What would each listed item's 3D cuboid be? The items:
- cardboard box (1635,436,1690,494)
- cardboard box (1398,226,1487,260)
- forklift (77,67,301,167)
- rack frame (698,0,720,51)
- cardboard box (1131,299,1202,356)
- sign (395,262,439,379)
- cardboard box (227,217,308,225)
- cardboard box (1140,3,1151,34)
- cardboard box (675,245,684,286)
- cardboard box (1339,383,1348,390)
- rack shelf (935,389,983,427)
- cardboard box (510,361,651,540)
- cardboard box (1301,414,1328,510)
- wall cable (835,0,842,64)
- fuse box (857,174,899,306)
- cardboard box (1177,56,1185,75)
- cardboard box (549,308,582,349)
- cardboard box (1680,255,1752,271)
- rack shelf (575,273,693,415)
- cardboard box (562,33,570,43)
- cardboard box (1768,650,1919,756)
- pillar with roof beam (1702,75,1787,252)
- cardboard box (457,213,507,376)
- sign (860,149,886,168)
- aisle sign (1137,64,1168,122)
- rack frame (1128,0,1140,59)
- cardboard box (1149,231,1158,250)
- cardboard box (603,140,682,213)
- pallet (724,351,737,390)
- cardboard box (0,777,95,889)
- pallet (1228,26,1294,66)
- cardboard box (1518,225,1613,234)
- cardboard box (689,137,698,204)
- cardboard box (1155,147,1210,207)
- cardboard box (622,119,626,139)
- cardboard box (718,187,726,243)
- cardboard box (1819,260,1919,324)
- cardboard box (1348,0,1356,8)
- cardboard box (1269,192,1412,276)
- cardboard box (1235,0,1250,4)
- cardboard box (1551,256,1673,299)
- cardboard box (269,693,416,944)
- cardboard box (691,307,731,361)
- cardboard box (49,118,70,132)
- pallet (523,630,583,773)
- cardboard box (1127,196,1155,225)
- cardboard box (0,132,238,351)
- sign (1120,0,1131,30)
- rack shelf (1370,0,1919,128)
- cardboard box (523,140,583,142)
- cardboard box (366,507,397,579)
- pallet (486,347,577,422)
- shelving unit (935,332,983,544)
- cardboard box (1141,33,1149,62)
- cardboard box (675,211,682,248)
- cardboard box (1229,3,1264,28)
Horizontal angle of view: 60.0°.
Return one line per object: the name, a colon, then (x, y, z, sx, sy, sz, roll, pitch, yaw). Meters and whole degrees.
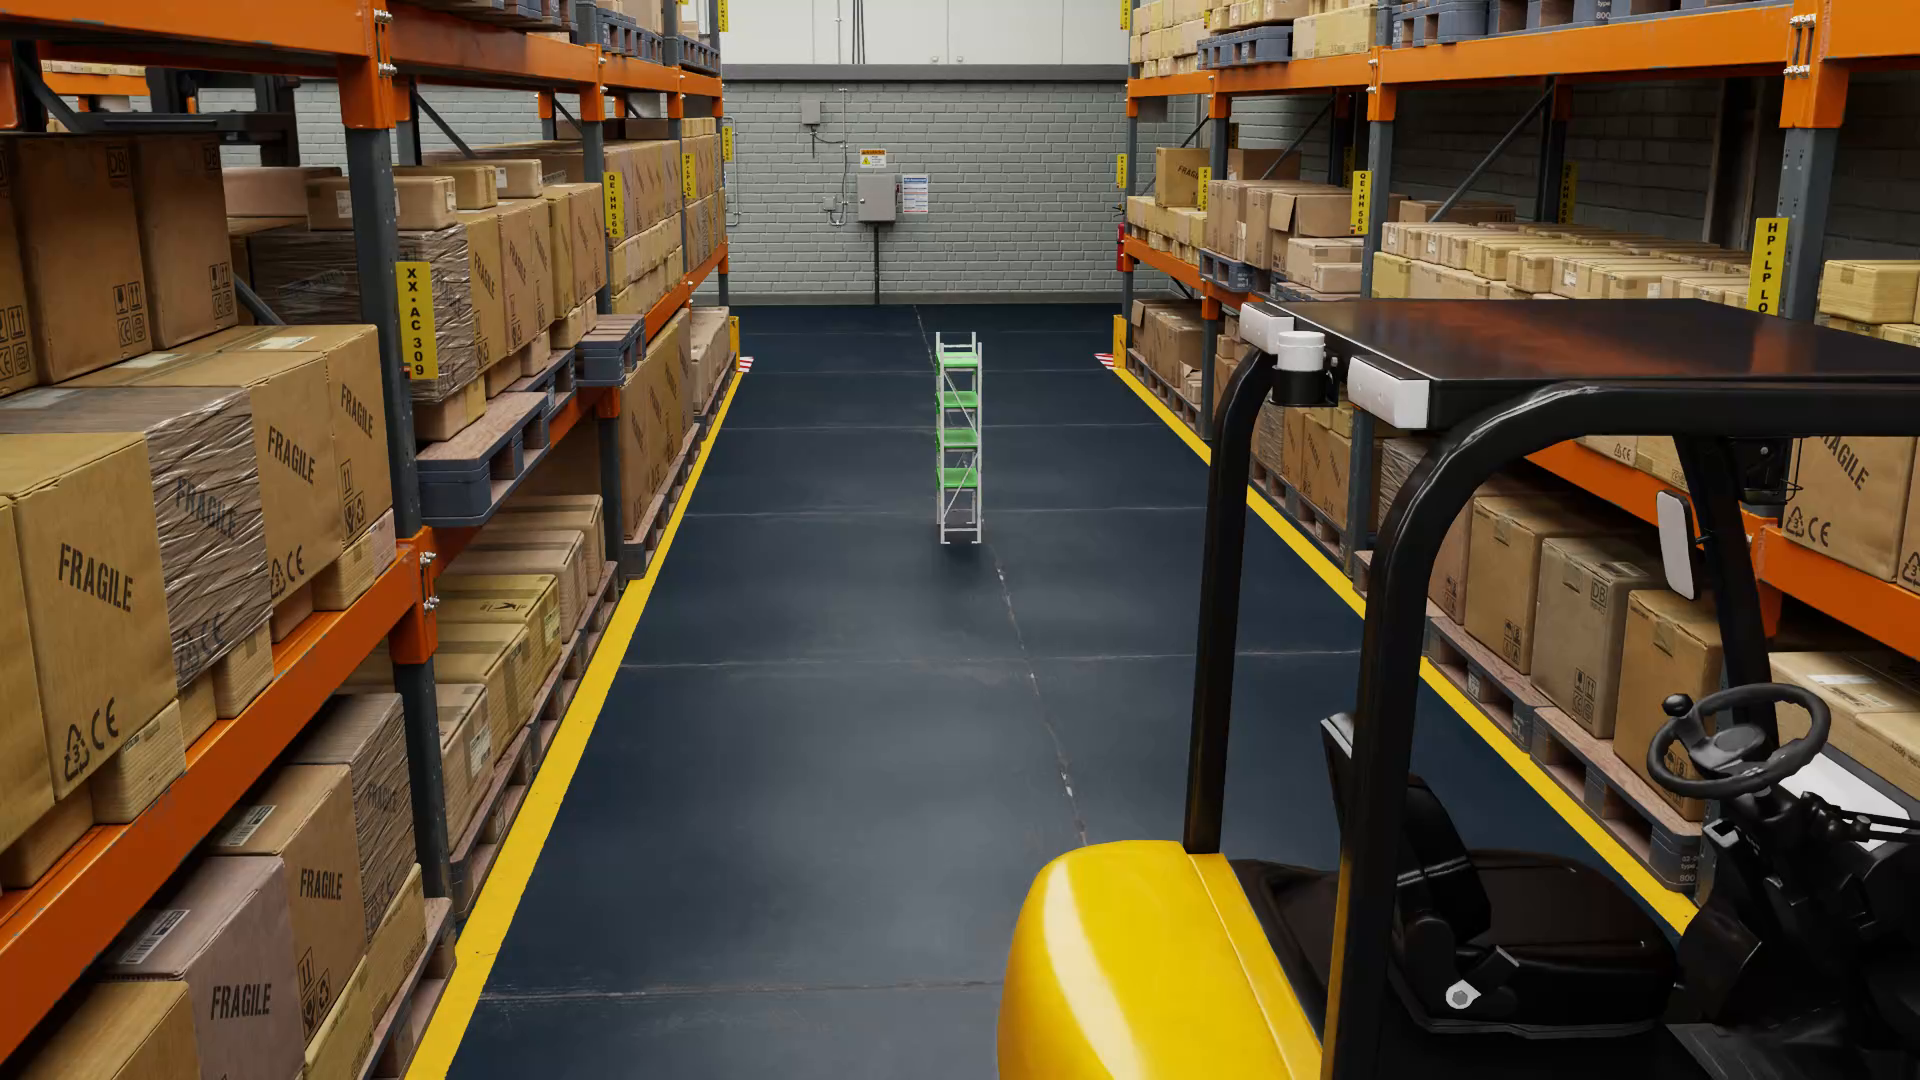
cardboard box: (2.599, -0.309, 5.509, 0.500, 0.250, 0.500, -1, 14, -2)
cardboard box: (2.387, -1.468, 8.208, 0.380, 0.149, 0.250, -1, 14, -2)
forklift: (-5.044, -1.808, 11.173, 1.130, 2.935, 3.031, 0, 14, -1)
rack frame: (-2.806, -6.073, 15.569, 1.000, 3.000, 0.127, -1, 14, -3)
cardboard box: (2.091, -2.086, 16.279, 0.797, 0.503, 0.637, -1, 15, -6)
sign: (-1.521, -0.612, 4.649, 0.100, 0.325, 0.005, -1, 14, -3)
cardboard box: (-2.352, -0.813, 5.527, 0.500, 0.500, 0.500, -1, 14, -3)
cardboard box: (1.938, -4.770, 15.226, 0.500, 0.250, 0.500, -1, 14, -4)
cardboard box: (-2.279, -1.992, 12.050, 0.500, 0.250, 0.500, -1, 14, -5)
cardboard box: (2.369, -0.881, 10.302, 0.380, 0.149, 0.250, 0, 14, -2)
rack shelf: (-0.010, -0.793, 9.993, 0.258, 0.148, 0.480, -1, 14, -3)
cardboard box: (-2.270, -0.525, 9.468, 0.875, 0.875, 0.875, -1, 14, -4)
cardboard box: (2.382, -0.474, 10.024, 0.500, 0.500, 0.500, -1, 14, -4)
wall cable: (-2.689, -7.494, 21.092, 2.355, 3.000, 0.029, -1, 14, -3)
fuse box: (-1.073, -3.941, 21.911, 0.539, 1.711, 0.414, -1, 14, -3)
cardboard box: (2.039, -3.984, 13.977, 0.380, 0.149, 0.250, -1, 14, -3)
cardboard box: (-1.867, -0.923, 7.255, 0.380, 0.149, 0.250, -1, 14, -2)
cardboard box: (3.058, -1.032, 6.513, 0.380, 0.149, 0.250, -1, 14, -4)
rack shelf: (-2.434, -1.327, 10.606, 1.077, 0.370, 4.000, -1, 14, -3)
cardboard box: (-2.081, -2.434, 7.949, 0.380, 0.149, 0.250, -1, 14, -3)
cardboard box: (2.608, 0.509, 4.698, 0.500, 0.250, 0.500, -1, 14, -4)
pillar with roof beam: (-0.673, -3.784, 6.673, 9.100, 9.000, 0.400, -1, 14, -3)
cardboard box: (-1.837, -0.824, 5.570, 0.500, 0.500, 0.500, -1, 14, -3)
sign: (-1.141, -5.016, 21.844, 0.339, 0.242, 0.001, -1, 14, -3)
aisle sign: (1.851, -4.516, 16.342, 0.394, 0.787, 0.004, -1, 14, -3)
rack frame: (2.148, -6.150, 15.870, 1.000, 3.000, 0.127, -1, 14, -3)
cardboard box: (1.925, -2.716, 15.066, 0.380, 0.149, 0.250, -1, 14, -5)
cardboard box: (-2.280, -2.598, 11.896, 0.500, 0.500, 0.500, 0, 14, -2)
pallet: (-2.678, -1.619, 15.895, 1.003, 0.211, 1.213, -1, 14, -3)
cardboard box: (-1.677, 0.458, 2.732, 0.380, 0.149, 0.250, -1, 14, -5)
pallet: (2.434, -3.190, 10.764, 1.213, 0.211, 1.003, -1, 14, -3)
cardboard box: (2.994, -1.477, 8.243, 0.380, 0.149, 0.250, -1, 14, -2)
cardboard box: (-2.371, -2.953, 13.276, 0.500, 0.500, 0.500, -1, 14, -4)
cardboard box: (2.001, -3.189, 14.601, 0.500, 0.500, 0.500, -1, 14, -2)
cardboard box: (-2.808, -3.220, 13.013, 0.380, 0.149, 0.250, -1, 14, -3)
cardboard box: (-2.512, -3.100, 15.853, 0.500, 0.500, 0.500, -1, 14, -3)
cardboard box: (2.615, -0.683, 4.562, 0.380, 0.149, 0.250, -1, 14, -2)
cardboard box: (2.394, -3.043, 9.316, 0.380, 0.149, 0.250, -1, 14, -2)
cardboard box: (2.358, -1.912, 10.386, 0.797, 0.503, 0.637, -1, 14, -5)
cardboard box: (2.080, -3.703, 11.243, 0.380, 0.149, 0.250, -1, 14, -4)
cardboard box: (2.540, -1.022, 6.475, 0.380, 0.149, 0.250, -1, 14, -3)
cardboard box: (-1.758, 0.725, 4.358, 0.500, 0.500, 0.500, -1, 14, -4)
cardboard box: (-2.665, -1.967, 15.951, 0.875, 0.438, 0.875, -1, 14, -5)
cardboard box: (-7.325, -3.118, 13.321, 0.500, 0.500, 0.500, -1, 14, -3)
pallet: (-2.191, 0.670, 6.999, 1.003, 0.211, 1.213, -1, 14, -3)
cardboard box: (1.907, -3.199, 16.144, 0.500, 0.250, 0.500, -1, 14, -3)
cardboard box: (-2.252, -0.747, 4.105, 0.700, 0.500, 0.500, -1, 14, -4)
sign: (1.606, -5.112, 16.102, 0.100, 0.325, 0.005, -1, 14, -3)
rack shelf: (2.768, -1.862, 6.667, 1.077, 0.370, 4.000, -1, 14, -3)
cardboard box: (-2.818, -2.591, 11.870, 0.500, 0.500, 0.500, -1, 14, -3)
cardboard box: (-1.738, 0.014, 4.456, 0.380, 0.149, 0.250, -1, 14, -4)
pallet: (-2.147, -0.593, 6.696, 1.003, 0.211, 1.213, -1, 14, -3)
shelving unit: (-0.010, -0.622, 10.037, 0.258, 1.200, 0.503, -1, 14, -3)
cardboard box: (1.955, -4.528, 15.290, 0.500, 0.250, 0.500, -1, 14, -2)
cardboard box: (-2.288, -2.236, 11.995, 0.500, 0.250, 0.500, -1, 14, -3)
cardboard box: (2.043, -3.562, 11.290, 0.380, 0.149, 0.250, -1, 14, -3)
